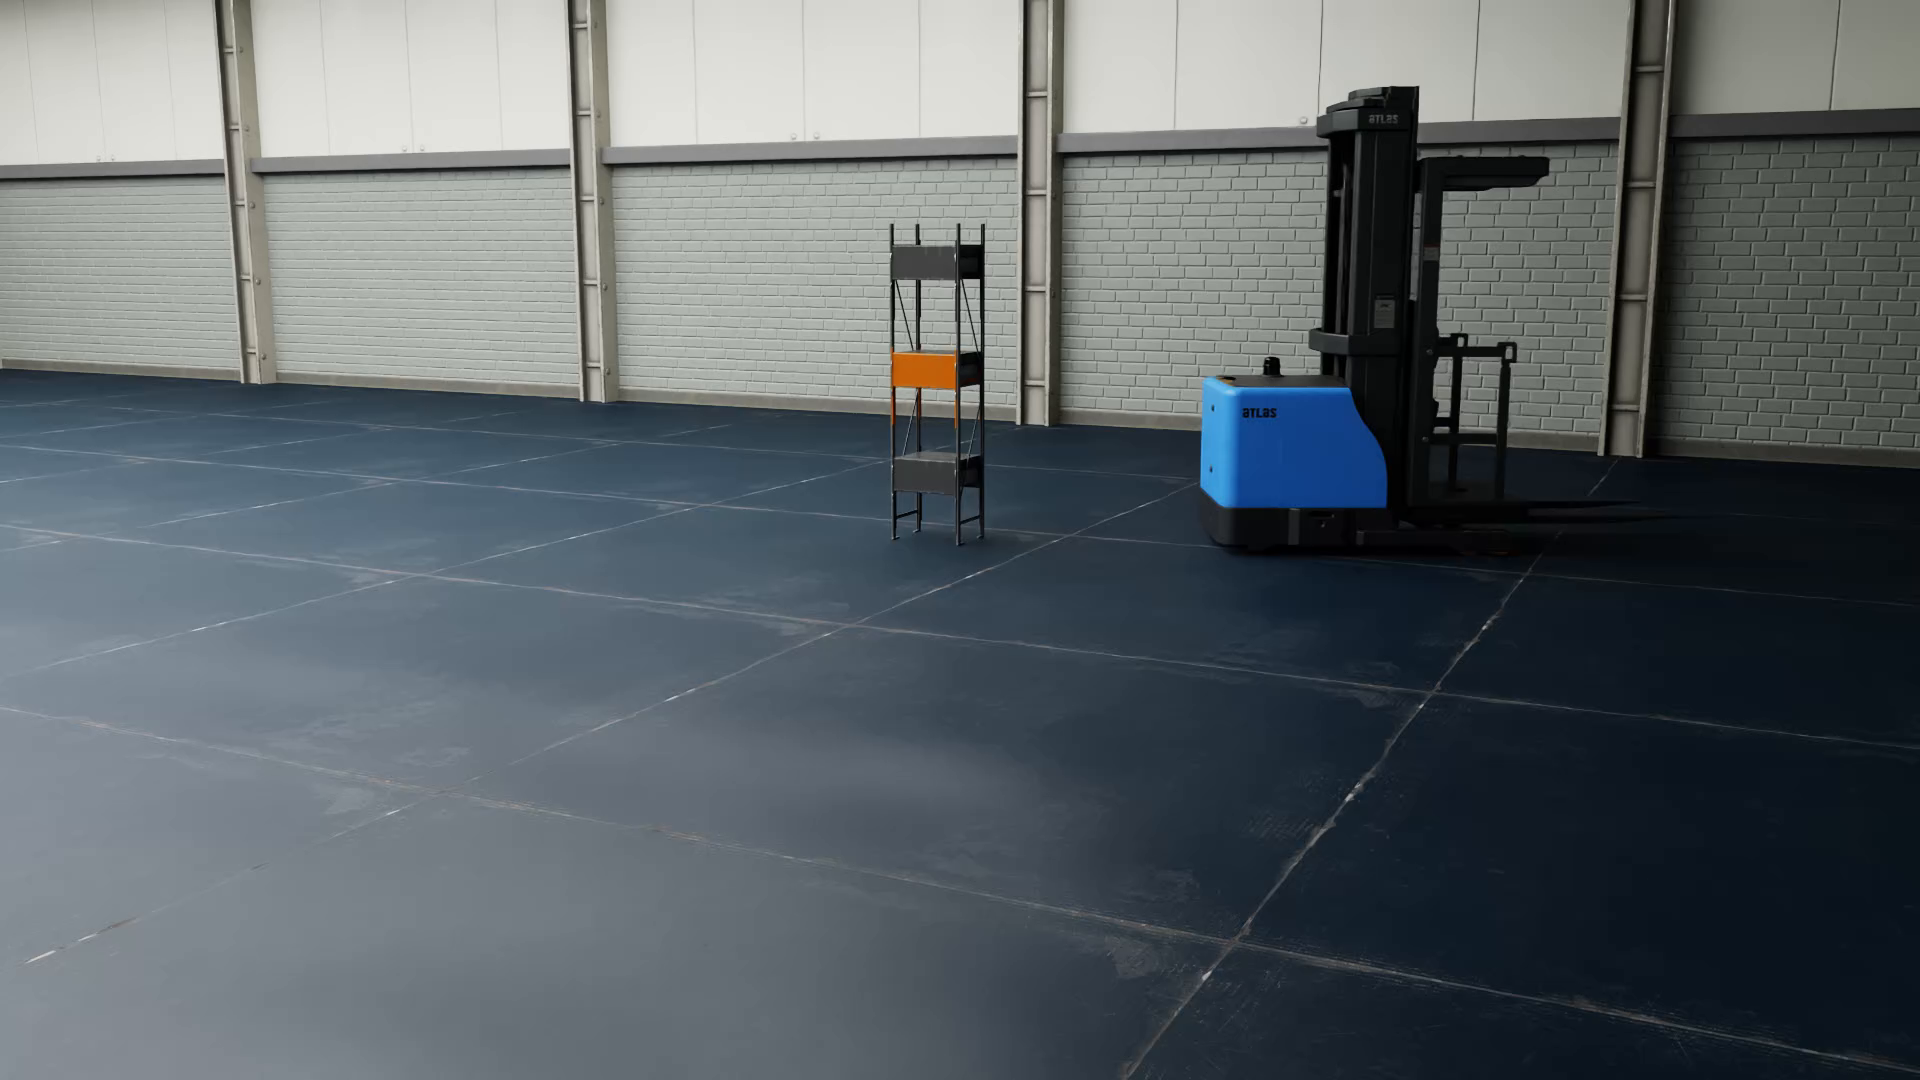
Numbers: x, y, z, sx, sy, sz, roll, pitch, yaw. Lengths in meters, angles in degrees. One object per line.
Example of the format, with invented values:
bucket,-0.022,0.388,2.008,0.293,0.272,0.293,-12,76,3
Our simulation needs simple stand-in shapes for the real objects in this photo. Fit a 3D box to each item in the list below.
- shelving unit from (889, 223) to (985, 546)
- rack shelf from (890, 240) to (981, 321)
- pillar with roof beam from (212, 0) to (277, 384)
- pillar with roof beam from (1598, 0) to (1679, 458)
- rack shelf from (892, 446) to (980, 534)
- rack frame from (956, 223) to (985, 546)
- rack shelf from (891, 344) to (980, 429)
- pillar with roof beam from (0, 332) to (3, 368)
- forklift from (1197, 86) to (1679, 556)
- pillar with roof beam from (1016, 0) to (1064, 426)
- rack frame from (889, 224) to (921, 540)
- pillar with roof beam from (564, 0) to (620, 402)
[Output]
shelving unit,-0.148,-1.046,11.115,0.503,2.100,0.431,5,11,26
rack shelf,-0.148,-1.722,10.993,0.480,0.518,0.431,5,11,26
pillar with roof beam,-11.809,-5.964,18.914,0.400,9.000,9.100,5,11,26
pillar with roof beam,4.334,-4.545,11.077,0.400,9.000,9.100,5,11,26
rack shelf,-0.148,-0.344,11.242,0.480,0.518,0.431,5,11,26
rack frame,0.070,-1.027,11.009,0.015,2.100,0.400,5,11,26
rack shelf,-0.148,-1.033,11.118,0.480,0.518,0.431,5,11,26
pillar with roof beam,-17.189,-6.437,21.526,0.400,9.000,9.100,5,11,26
forklift,3.172,-1.434,10.924,3.031,2.935,1.130,0,10,-1
pillar with roof beam,-1.047,-5.018,13.689,0.400,9.000,9.100,5,11,26
rack frame,-0.367,-1.065,11.222,0.015,2.100,0.400,5,11,26
pillar with roof beam,-6.428,-5.491,16.301,0.400,9.000,9.100,5,11,26
